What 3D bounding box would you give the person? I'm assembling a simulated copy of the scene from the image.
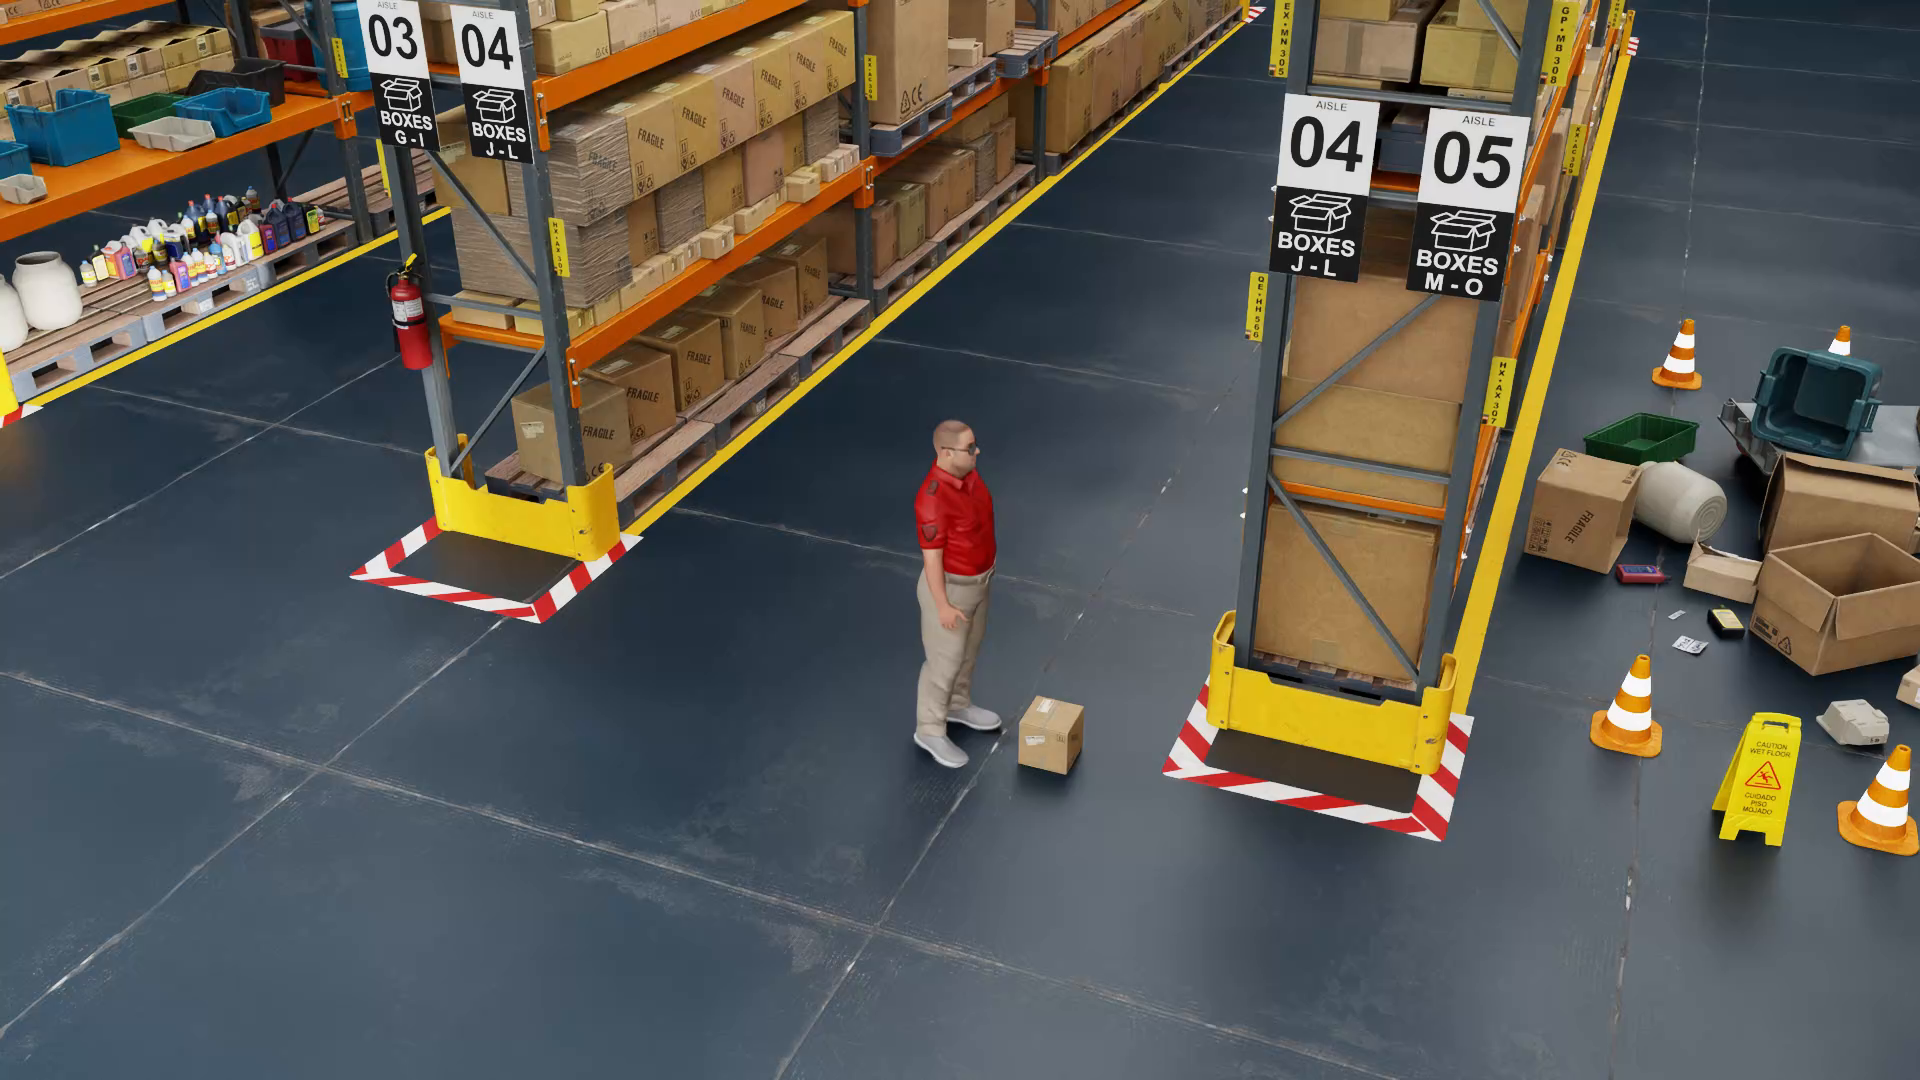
[{"bbox_3d":[0.001,0.326,8.069,0.363,1.548,0.540,12,32,20],"label":"person"}]
